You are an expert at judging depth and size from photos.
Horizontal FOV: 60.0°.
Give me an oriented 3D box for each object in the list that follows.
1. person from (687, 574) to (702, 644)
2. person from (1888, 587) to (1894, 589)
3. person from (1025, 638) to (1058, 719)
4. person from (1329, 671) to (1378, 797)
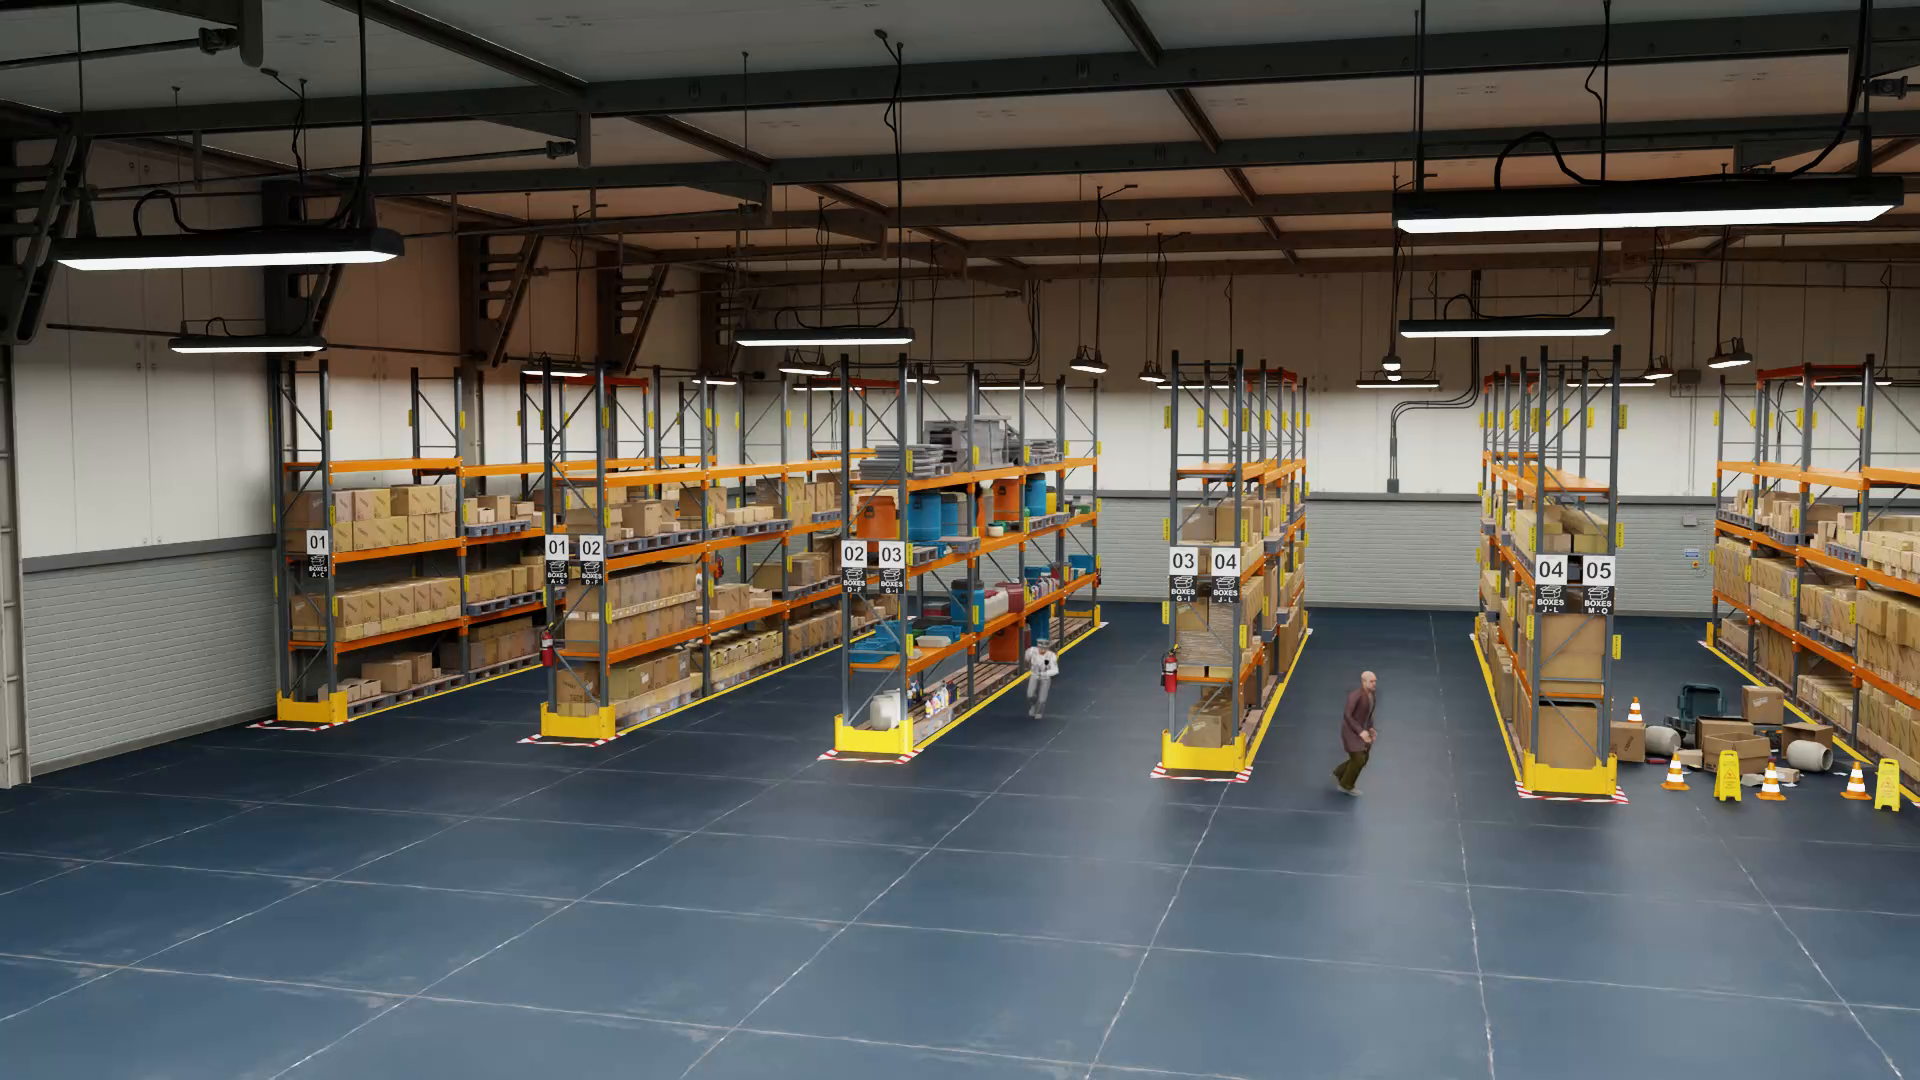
[{"bbox_3d":[-6.090,1.442,37.201,0.657,1.847,0.932,0,4,3],"label":"person"},{"bbox_3d":[18.858,1.726,33.550,0.661,1.740,0.838,-1,4,-13],"label":"person"},{"bbox_3d":[1.336,2.302,27.482,0.624,1.423,0.943,1,4,11],"label":"person"},{"bbox_3d":[5.200,2.566,22.141,0.784,1.712,0.682,4,6,44],"label":"person"}]
